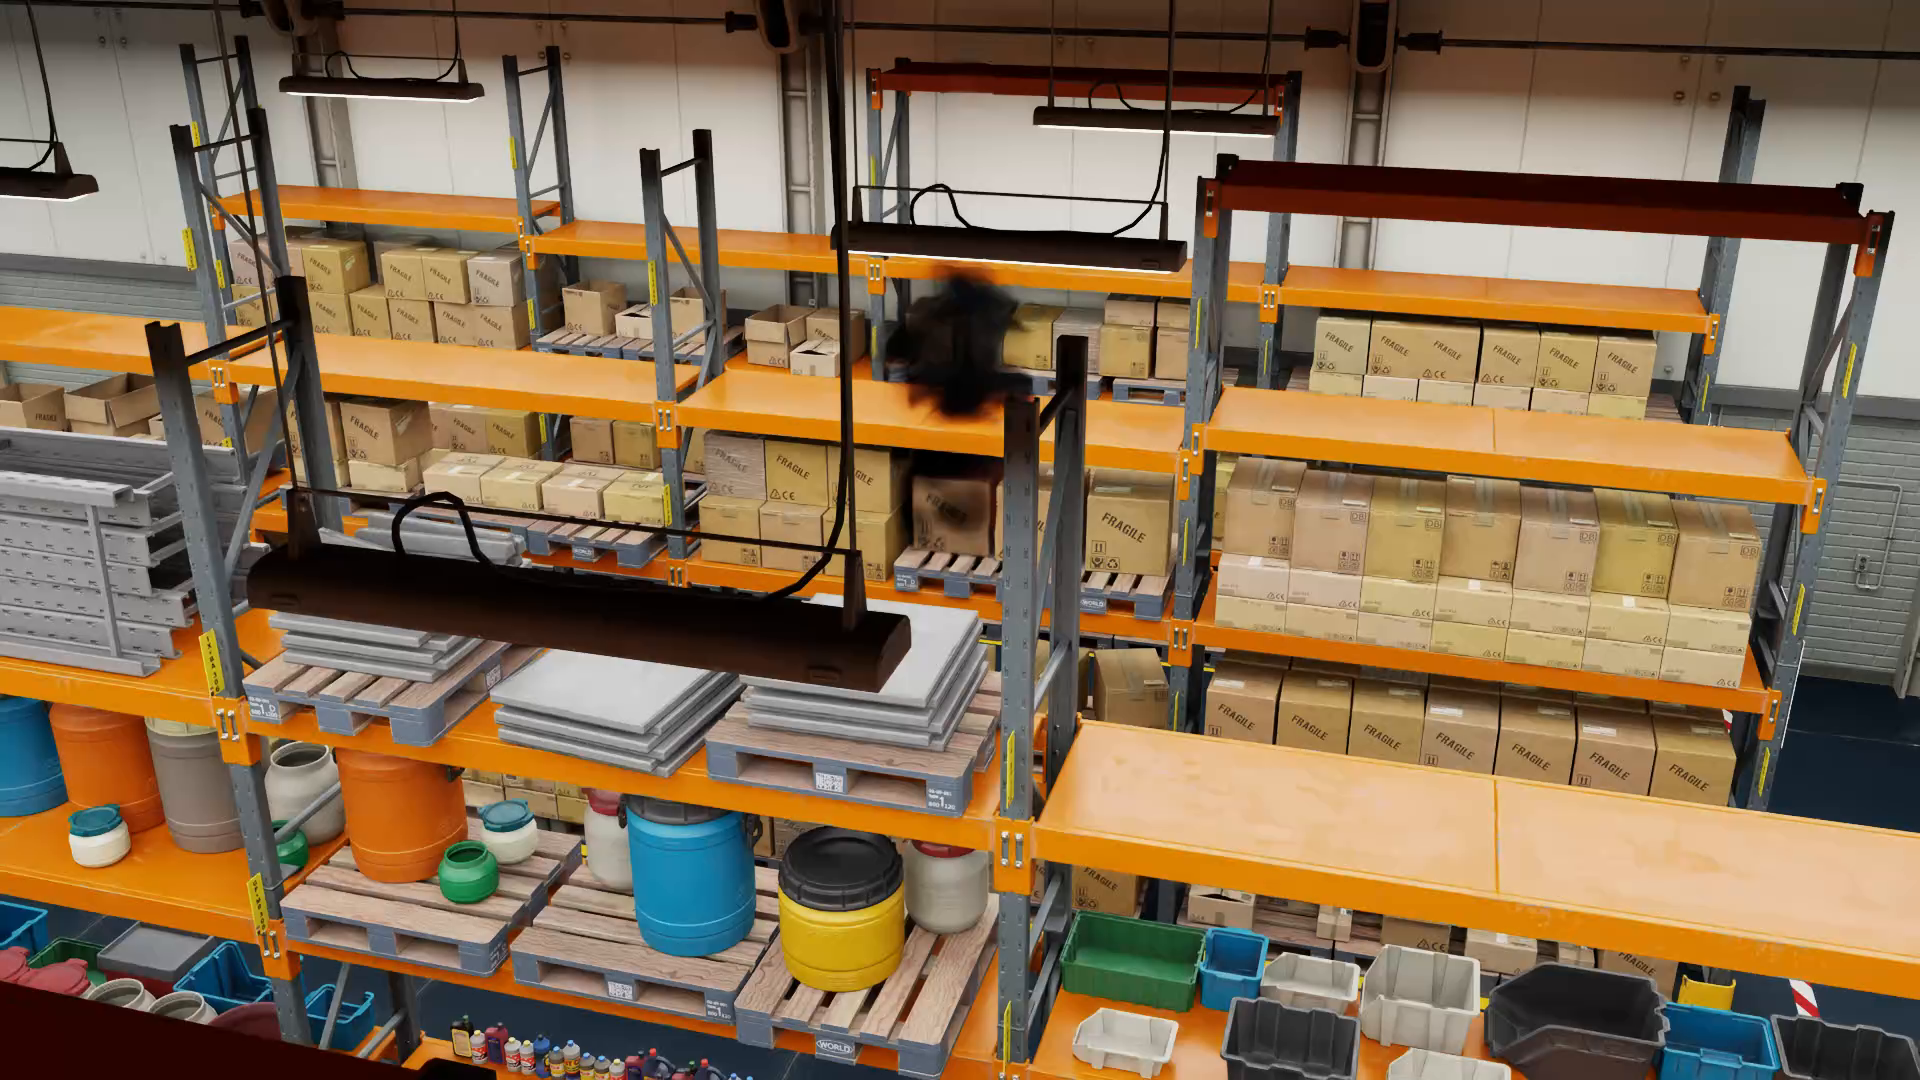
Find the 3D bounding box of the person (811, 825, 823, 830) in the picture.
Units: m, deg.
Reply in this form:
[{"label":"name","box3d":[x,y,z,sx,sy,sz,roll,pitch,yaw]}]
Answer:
[{"label":"person","box3d":[-0.911,2.715,11.331,0.692,1.699,0.624,6,23,14]}]
